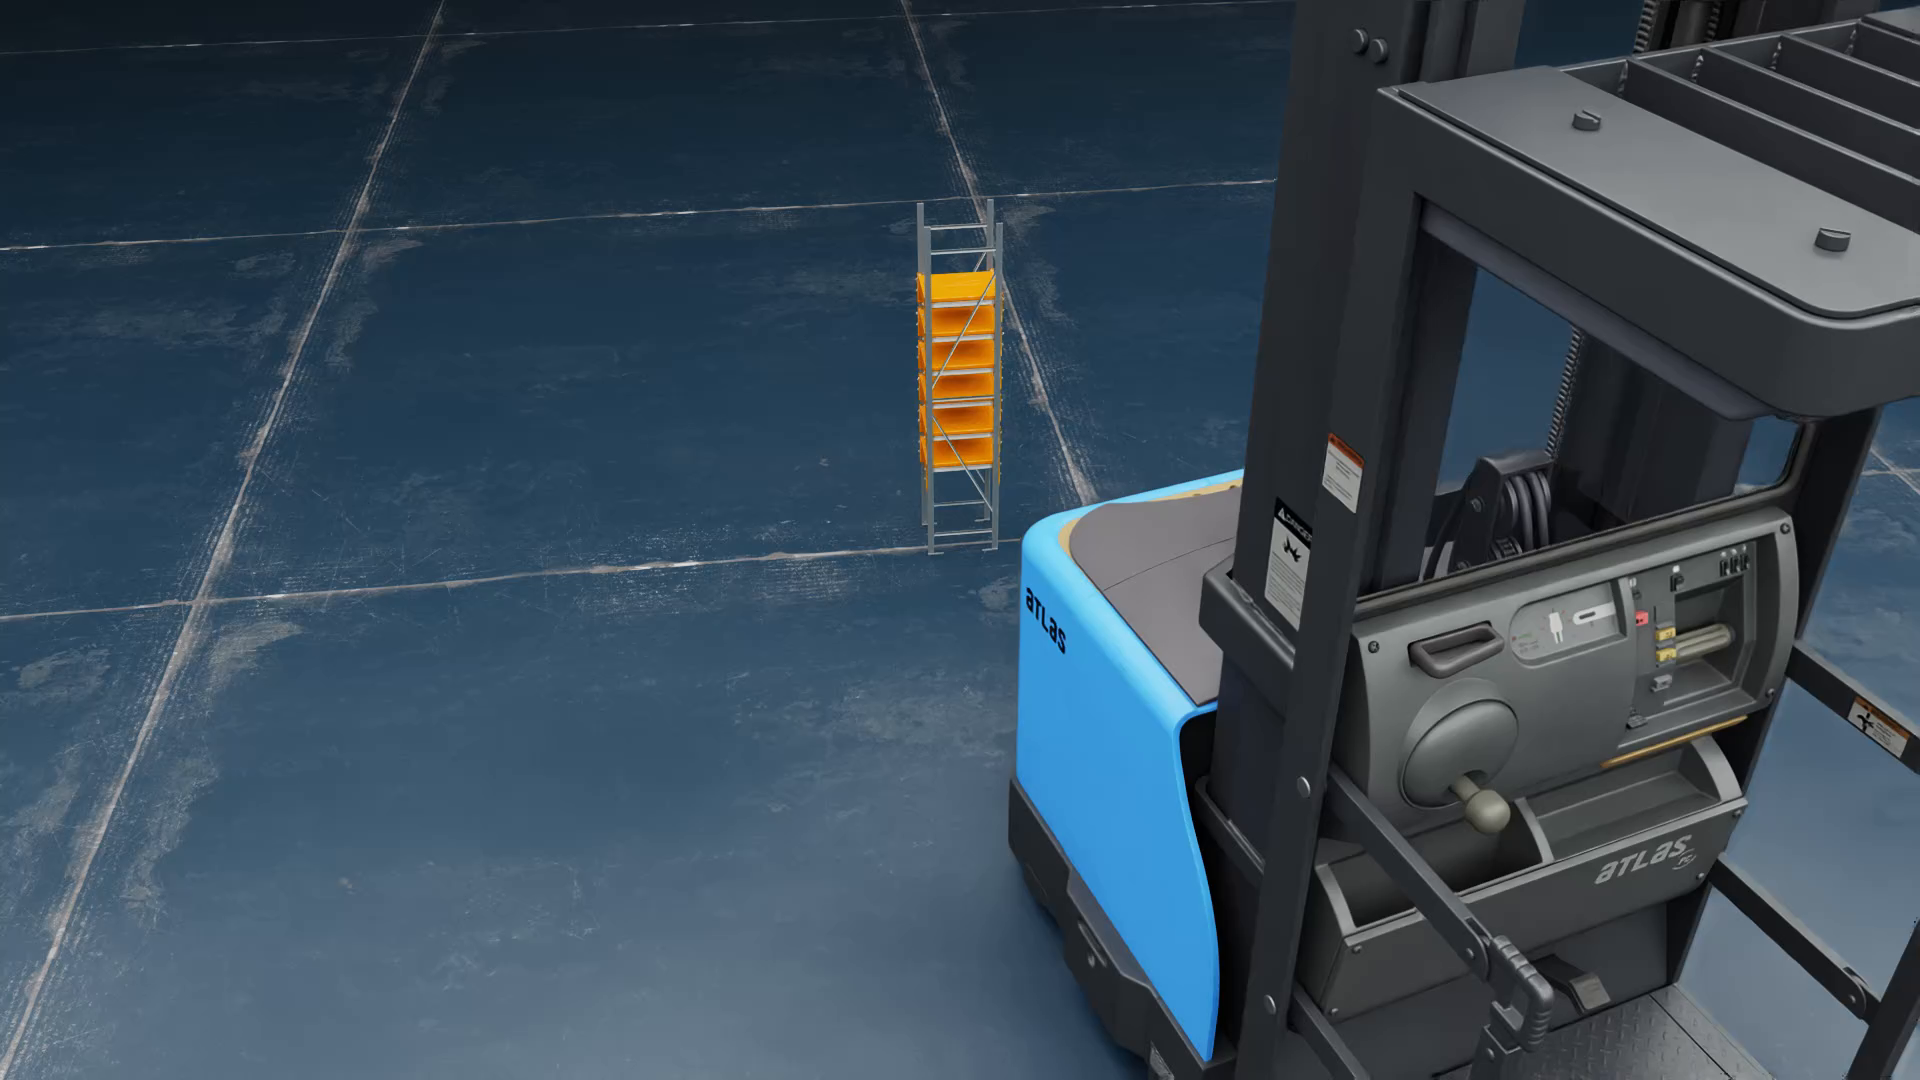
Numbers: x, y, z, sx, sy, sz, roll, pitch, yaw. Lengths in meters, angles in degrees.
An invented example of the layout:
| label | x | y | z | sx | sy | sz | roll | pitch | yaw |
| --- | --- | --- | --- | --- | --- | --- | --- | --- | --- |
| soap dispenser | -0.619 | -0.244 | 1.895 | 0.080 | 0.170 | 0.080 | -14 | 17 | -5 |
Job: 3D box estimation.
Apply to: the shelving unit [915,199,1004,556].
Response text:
| label | x | y | z | sx | sy | sz | roll | pitch | yaw |
| --- | --- | --- | --- | --- | --- | --- | --- | --- | --- |
| shelving unit | -0.002 | -0.504 | 5.424 | 0.258 | 1.200 | 0.189 | -4 | 35 | -6 |

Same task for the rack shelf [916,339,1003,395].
| label | x | y | z | sx | sy | sz | roll | pitch | yaw |
| --- | --- | --- | --- | --- | --- | --- | --- | --- | --- |
| rack shelf | -0.002 | -0.566 | 5.381 | 0.258 | 0.103 | 0.180 | -4 | 35 | -6 |

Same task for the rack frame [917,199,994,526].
| label | x | y | z | sx | sy | sz | roll | pitch | yaw |
| --- | --- | --- | --- | --- | --- | --- | --- | --- | --- |
| rack frame | -0.014 | -0.555 | 5.499 | 0.240 | 1.200 | 0.006 | -4 | 35 | -6 |

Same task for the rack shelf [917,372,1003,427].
| label | x | y | z | sx | sy | sz | roll | pitch | yaw |
| --- | --- | --- | --- | --- | --- | --- | --- | --- | --- |
| rack shelf | -0.002 | -0.467 | 5.449 | 0.258 | 0.103 | 0.180 | -4 | 35 | -6 |

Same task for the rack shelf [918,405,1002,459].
| label | x | y | z | sx | sy | sz | roll | pitch | yaw |
| --- | --- | --- | --- | --- | --- | --- | --- | --- | --- |
| rack shelf | -0.002 | -0.368 | 5.517 | 0.258 | 0.103 | 0.180 | -4 | 35 | -6 |

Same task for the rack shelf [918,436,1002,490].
| label | x | y | z | sx | sy | sz | roll | pitch | yaw |
| --- | --- | --- | --- | --- | --- | --- | --- | --- | --- |
| rack shelf | -0.002 | -0.269 | 5.584 | 0.258 | 0.103 | 0.180 | -4 | 35 | -6 |

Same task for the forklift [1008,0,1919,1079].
| label | x | y | z | sx | sy | sz | roll | pitch | yaw |
| --- | --- | --- | --- | --- | --- | --- | --- | --- | --- |
| forklift | 1.172 | 0.286 | 2.728 | 1.130 | 2.935 | 3.031 | -13 | 37 | -19 |

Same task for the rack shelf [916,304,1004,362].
| label | x | y | z | sx | sy | sz | roll | pitch | yaw |
| --- | --- | --- | --- | --- | --- | --- | --- | --- | --- |
| rack shelf | -0.002 | -0.665 | 5.314 | 0.258 | 0.103 | 0.180 | -4 | 35 | -6 |

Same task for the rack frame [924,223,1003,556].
| label | x | y | z | sx | sy | sz | roll | pitch | yaw |
| --- | --- | --- | --- | --- | --- | --- | --- | --- | --- |
| rack frame | 0.010 | -0.453 | 5.349 | 0.240 | 1.200 | 0.006 | -4 | 35 | -6 |

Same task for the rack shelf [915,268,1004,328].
| label | x | y | z | sx | sy | sz | roll | pitch | yaw |
| --- | --- | --- | --- | --- | --- | --- | --- | --- | --- |
| rack shelf | -0.002 | -0.765 | 5.246 | 0.258 | 0.103 | 0.180 | -4 | 35 | -6 |
